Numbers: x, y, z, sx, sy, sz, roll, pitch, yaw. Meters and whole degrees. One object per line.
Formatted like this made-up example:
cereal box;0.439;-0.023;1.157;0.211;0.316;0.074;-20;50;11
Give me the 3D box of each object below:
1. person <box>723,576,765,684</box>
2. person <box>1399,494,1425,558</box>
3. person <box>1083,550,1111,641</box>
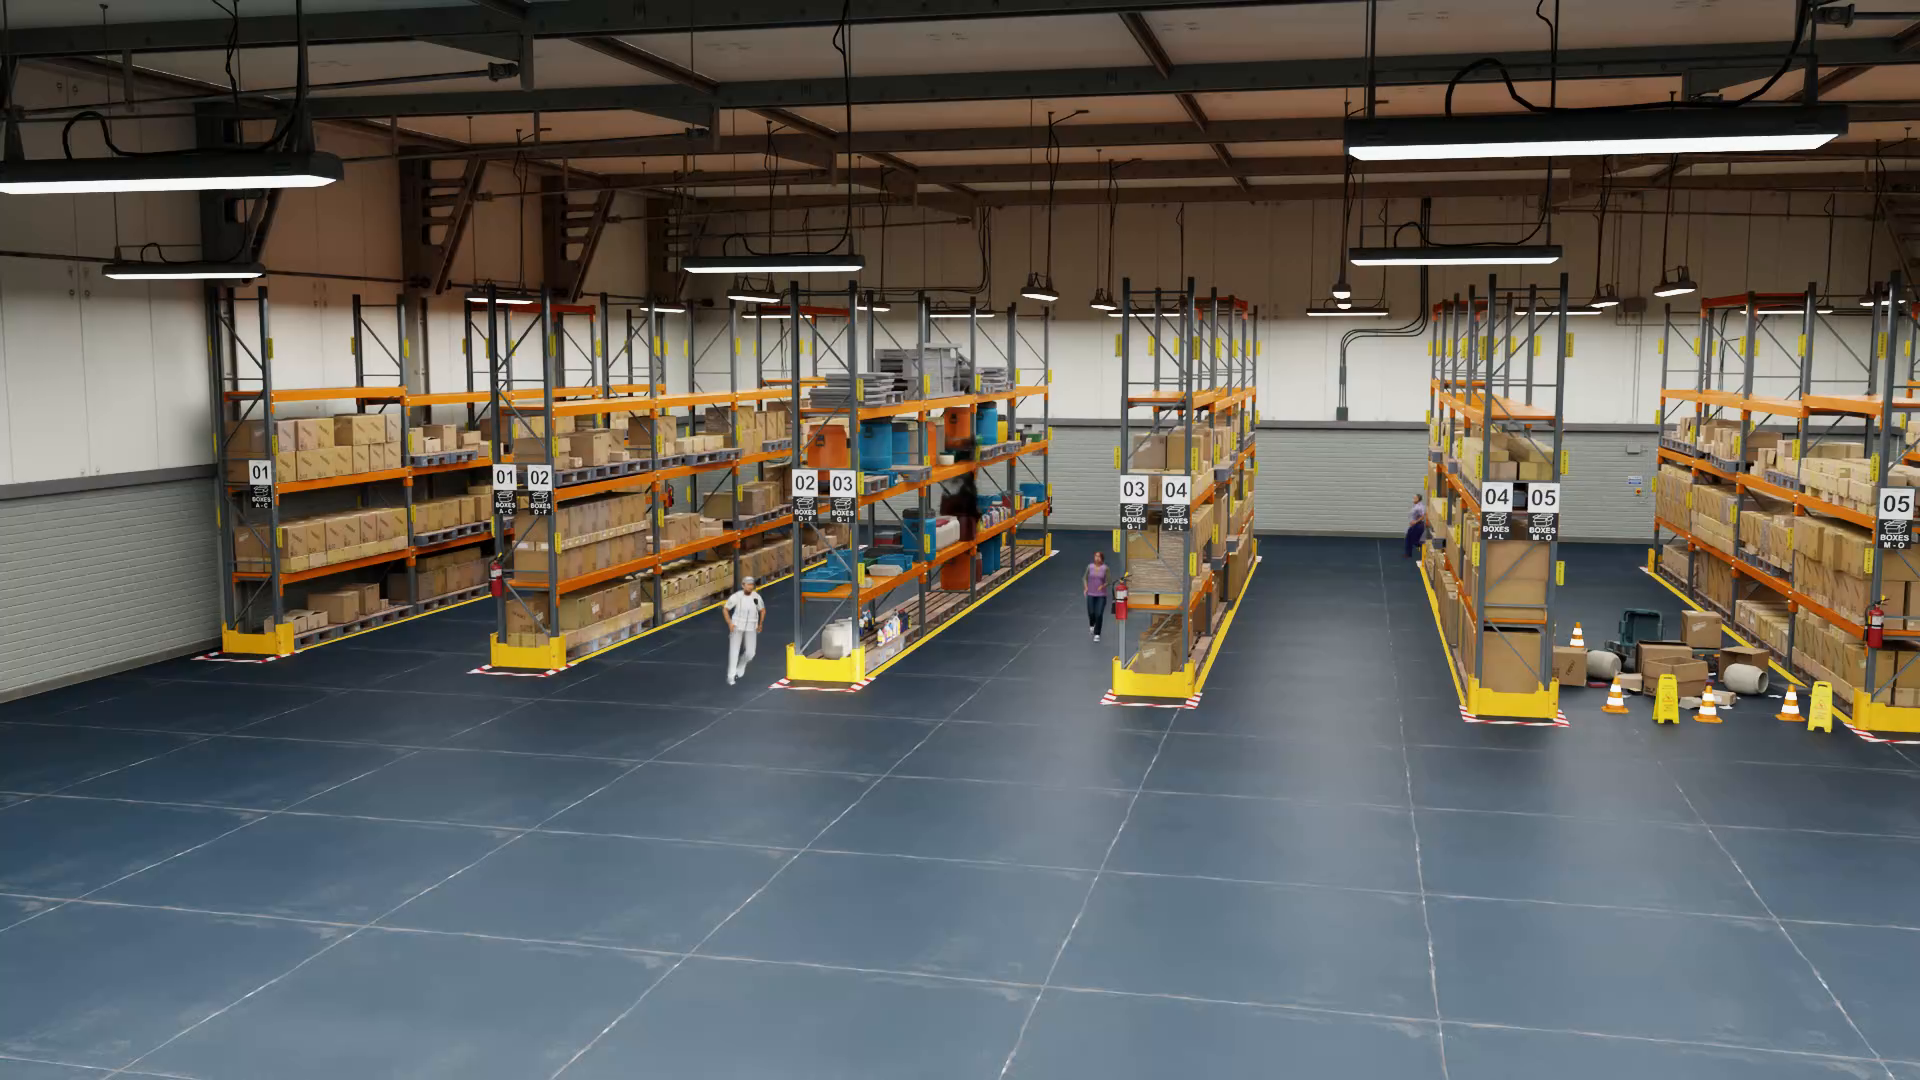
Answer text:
person;-3.224;1.353;24.994;0.662;1.619;0.511;-2;7;-17
person;10.911;-0.322;39.586;0.719;1.587;0.741;0;7;2
person;2.328;0.961;28.429;0.503;1.558;0.493;1;7;10
